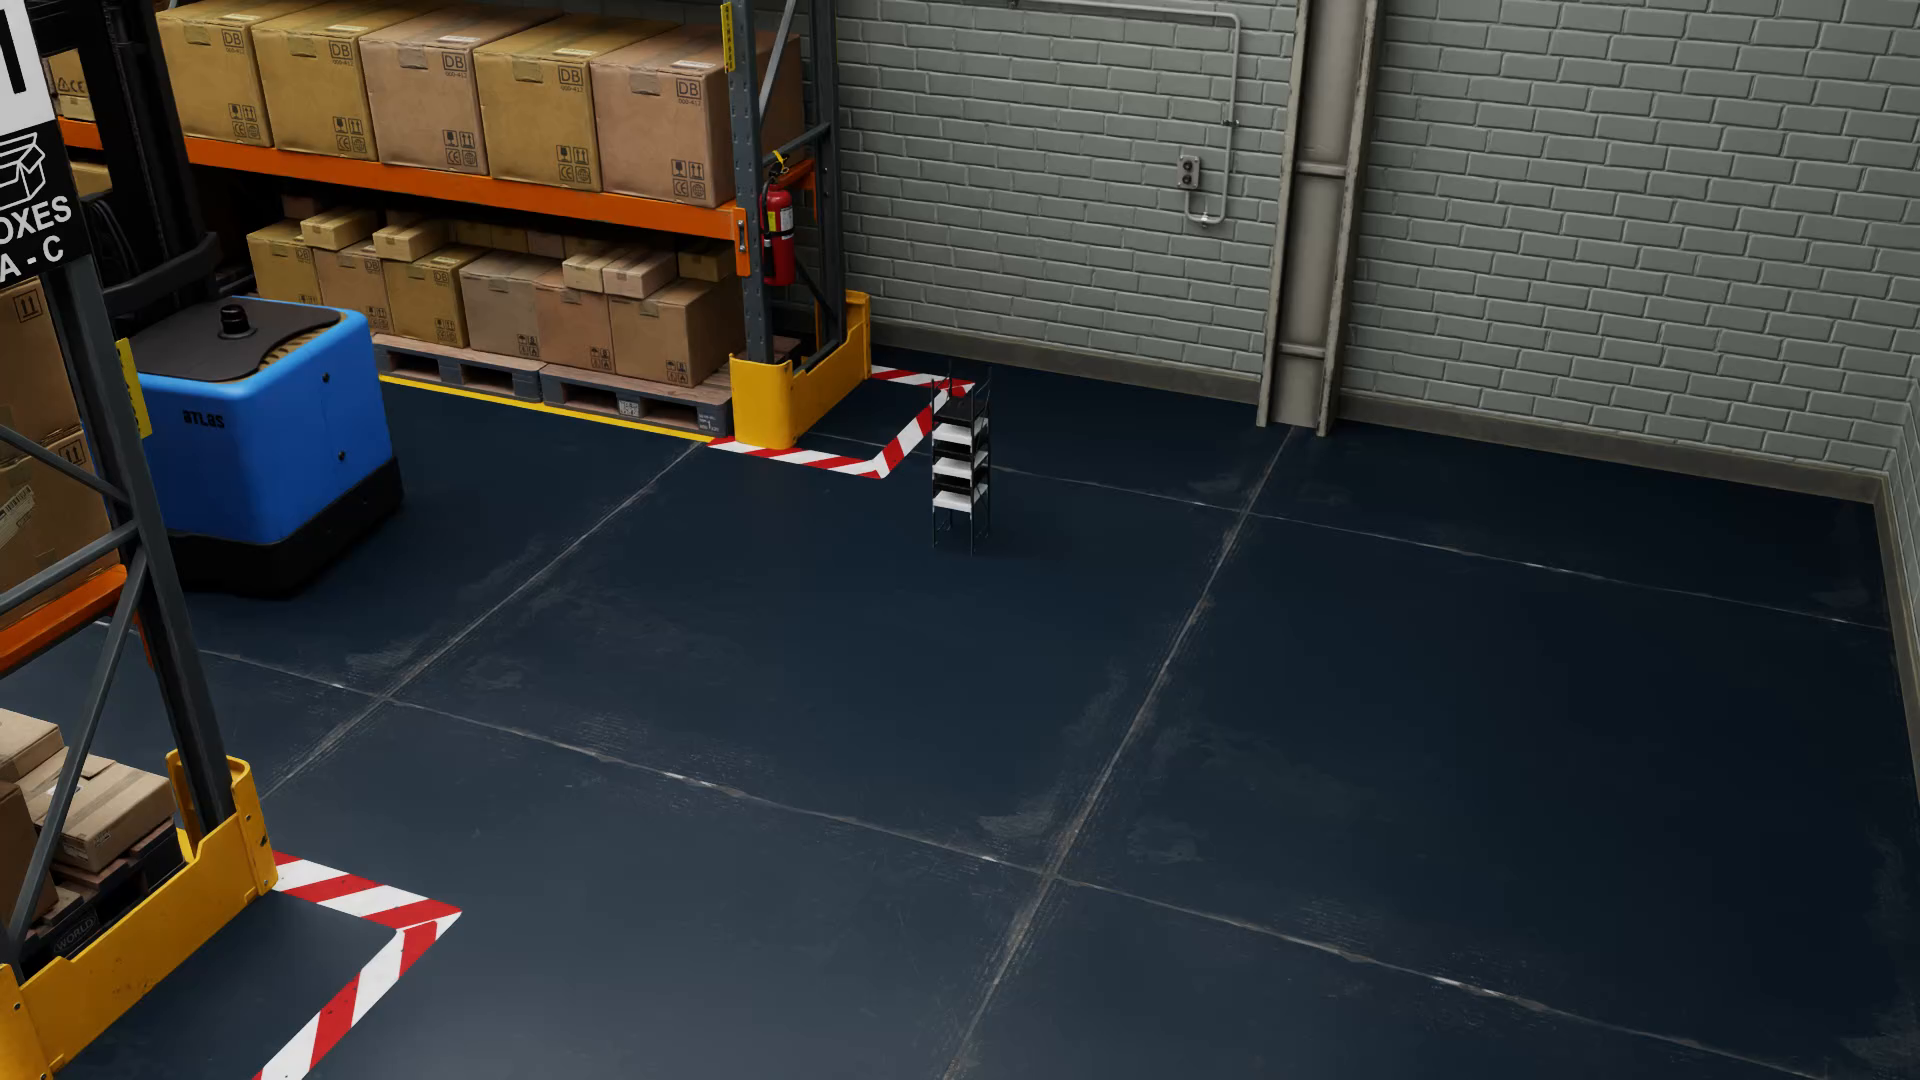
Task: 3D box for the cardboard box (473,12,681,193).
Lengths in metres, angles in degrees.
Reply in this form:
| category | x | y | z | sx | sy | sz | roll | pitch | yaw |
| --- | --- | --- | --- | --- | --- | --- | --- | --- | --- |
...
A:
| category | x | y | z | sx | sy | sz | roll | pitch | yaw |
| --- | --- | --- | --- | --- | --- | --- | --- | --- | --- |
| cardboard box | -2.068 | -2.442 | 9.216 | 0.700 | 0.700 | 0.980 | 11 | 31 | 19 |

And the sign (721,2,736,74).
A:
| category | x | y | z | sx | sy | sz | roll | pitch | yaw |
| --- | --- | --- | --- | --- | --- | --- | --- | --- | --- |
| sign | -1.131 | -2.454 | 8.126 | 0.005 | 0.325 | 0.100 | 11 | 31 | 19 |

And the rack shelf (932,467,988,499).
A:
| category | x | y | z | sx | sy | sz | roll | pitch | yaw |
| --- | --- | --- | --- | --- | --- | --- | --- | --- | --- |
| rack shelf | 0.008 | -0.283 | 8.087 | 0.200 | 0.077 | 0.258 | 11 | 31 | 19 |

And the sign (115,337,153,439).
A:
| category | x | y | z | sx | sy | sz | roll | pitch | yaw |
| --- | --- | --- | --- | --- | --- | --- | --- | --- | --- |
| sign | -2.569 | -0.457 | 5.130 | 0.005 | 0.325 | 0.100 | 11 | 31 | 19 |

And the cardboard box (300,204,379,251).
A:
| category | x | y | z | sx | sy | sz | roll | pitch | yaw |
| --- | --- | --- | --- | --- | --- | --- | --- | --- | --- |
| cardboard box | -3.717 | -1.877 | 9.977 | 0.250 | 0.149 | 0.380 | 12 | 32 | 21 |

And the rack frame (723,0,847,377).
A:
| category | x | y | z | sx | sy | sz | roll | pitch | yaw |
| --- | --- | --- | --- | --- | --- | --- | --- | --- | --- |
| rack frame | -0.914 | -2.092 | 8.902 | 0.127 | 3.000 | 1.000 | 11 | 31 | 19 |

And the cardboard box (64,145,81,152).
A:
| category | x | y | z | sx | sy | sz | roll | pitch | yaw |
| --- | --- | --- | --- | --- | --- | --- | --- | --- | --- |
| cardboard box | -6.096 | -2.303 | 11.034 | 0.750 | 0.750 | 0.750 | 12 | 32 | 21 |

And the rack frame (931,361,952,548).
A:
| category | x | y | z | sx | sy | sz | roll | pitch | yaw |
| --- | --- | --- | --- | --- | --- | --- | --- | --- | --- |
| rack frame | -0.087 | -0.409 | 8.059 | 0.006 | 0.900 | 0.240 | 11 | 31 | 19 |

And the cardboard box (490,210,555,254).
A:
| category | x | y | z | sx | sy | sz | roll | pitch | yaw |
| --- | --- | --- | --- | --- | --- | --- | --- | --- | --- |
| cardboard box | -2.584 | -1.854 | 9.937 | 0.250 | 0.149 | 0.380 | 12 | 31 | 20 |

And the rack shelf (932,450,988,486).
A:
| category | x | y | z | sx | sy | sz | roll | pitch | yaw |
| --- | --- | --- | --- | --- | --- | --- | --- | --- | --- |
| rack shelf | 0.008 | -0.361 | 8.042 | 0.200 | 0.077 | 0.258 | 11 | 31 | 19 |

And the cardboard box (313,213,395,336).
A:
| category | x | y | z | sx | sy | sz | roll | pitch | yaw |
| --- | --- | --- | --- | --- | --- | --- | --- | --- | --- |
| cardboard box | -3.502 | -1.647 | 10.229 | 0.500 | 0.500 | 0.700 | 11 | 31 | 19 |

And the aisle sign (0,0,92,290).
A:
| category | x | y | z | sx | sy | sz | roll | pitch | yaw |
| --- | --- | --- | --- | --- | --- | --- | --- | --- | --- |
| aisle sign | -2.599 | -1.085 | 4.480 | 0.004 | 0.787 | 0.394 | 11 | 31 | 19 |

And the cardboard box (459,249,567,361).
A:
| category | x | y | z | sx | sy | sz | roll | pitch | yaw |
| --- | --- | --- | --- | --- | --- | --- | --- | --- | --- |
| cardboard box | -2.530 | -1.456 | 9.890 | 0.500 | 0.500 | 0.700 | 10 | 31 | 17 |

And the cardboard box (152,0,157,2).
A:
| category | x | y | z | sx | sy | sz | roll | pitch | yaw |
| --- | --- | --- | --- | --- | --- | --- | --- | --- | --- |
| cardboard box | -5.149 | -3.310 | 9.871 | 0.500 | 0.250 | 0.500 | 12 | 32 | 20 |

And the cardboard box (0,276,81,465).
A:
| category | x | y | z | sx | sy | sz | roll | pitch | yaw |
| --- | --- | --- | --- | --- | --- | --- | --- | --- | --- |
| cardboard box | -3.085 | -0.513 | 4.992 | 0.500 | 0.500 | 0.500 | 12 | 32 | 21 |

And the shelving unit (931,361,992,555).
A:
| category | x | y | z | sx | sy | sz | roll | pitch | yaw |
| --- | --- | --- | --- | --- | --- | --- | --- | --- | --- |
| shelving unit | 0.008 | -0.390 | 8.026 | 0.210 | 0.900 | 0.258 | 11 | 31 | 19 |

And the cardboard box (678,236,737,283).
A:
| category | x | y | z | sx | sy | sz | roll | pitch | yaw |
| --- | --- | --- | --- | --- | --- | --- | --- | --- | --- |
| cardboard box | -1.409 | -1.621 | 9.523 | 0.250 | 0.149 | 0.380 | 12 | 31 | 19 |

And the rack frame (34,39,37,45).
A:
| category | x | y | z | sx | sy | sz | roll | pitch | yaw |
| --- | --- | --- | --- | --- | --- | --- | --- | --- | --- |
| rack frame | -2.773 | -2.444 | 3.429 | 0.127 | 3.000 | 1.000 | 11 | 31 | 19 |

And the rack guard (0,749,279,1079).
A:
| category | x | y | z | sx | sy | sz | roll | pitch | yaw |
| --- | --- | --- | --- | --- | --- | --- | --- | --- | --- |
| rack guard | -2.843 | 1.242 | 5.545 | 0.348 | 0.500 | 1.175 | 11 | 31 | 19 |

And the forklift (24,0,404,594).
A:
| category | x | y | z | sx | sy | sz | roll | pitch | yaw |
| --- | --- | --- | --- | --- | --- | --- | --- | --- | --- |
| forklift | -4.416 | -1.428 | 7.798 | 3.031 | 2.935 | 1.130 | 8 | 31 | 14 |

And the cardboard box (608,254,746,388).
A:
| category | x | y | z | sx | sy | sz | roll | pitch | yaw |
| --- | --- | --- | --- | --- | --- | --- | --- | --- | --- |
| cardboard box | -1.600 | -1.270 | 9.562 | 0.500 | 0.500 | 0.700 | 11 | 31 | 19 |

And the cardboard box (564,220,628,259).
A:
| category | x | y | z | sx | sy | sz | roll | pitch | yaw |
| --- | --- | --- | --- | --- | --- | --- | --- | --- | --- |
| cardboard box | -2.110 | -1.761 | 9.771 | 0.250 | 0.149 | 0.380 | 12 | 31 | 20 |

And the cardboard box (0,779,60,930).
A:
| category | x | y | z | sx | sy | sz | roll | pitch | yaw |
| --- | --- | --- | --- | --- | --- | --- | --- | --- | --- |
| cardboard box | -3.369 | 1.076 | 5.391 | 0.500 | 0.500 | 0.500 | 11 | 31 | 19 |

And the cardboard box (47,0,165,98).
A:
| category | x | y | z | sx | sy | sz | roll | pitch | yaw |
| --- | --- | --- | --- | --- | --- | --- | --- | --- | --- |
| cardboard box | -5.143 | -2.984 | 10.057 | 0.500 | 0.500 | 0.500 | 11 | 31 | 18 |

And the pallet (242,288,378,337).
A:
| category | x | y | z | sx | sy | sz | roll | pitch | yaw |
| --- | --- | --- | --- | --- | --- | --- | --- | --- | --- |
| pallet | -3.945 | -1.441 | 10.586 | 1.213 | 0.211 | 1.003 | 11 | 31 | 19 |

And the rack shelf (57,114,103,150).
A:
| category | x | y | z | sx | sy | sz | roll | pitch | yaw |
| --- | --- | --- | --- | --- | --- | --- | --- | --- | --- |
| rack shelf | -6.473 | -2.889 | 11.043 | 4.000 | 0.370 | 1.077 | 11 | 31 | 19 |

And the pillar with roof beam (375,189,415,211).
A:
| category | x | y | z | sx | sy | sz | roll | pitch | yaw |
| --- | --- | --- | --- | --- | --- | --- | --- | --- | --- |
| pillar with roof beam | -5.265 | -3.745 | 5.731 | 0.400 | 9.000 | 9.100 | 11 | 31 | 19 |

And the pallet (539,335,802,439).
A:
| category | x | y | z | sx | sy | sz | roll | pitch | yaw |
| --- | --- | --- | --- | --- | --- | --- | --- | --- | --- |
| pallet | -1.684 | -0.990 | 9.787 | 1.213 | 0.211 | 1.003 | 11 | 31 | 19 |

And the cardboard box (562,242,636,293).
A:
| category | x | y | z | sx | sy | sz | roll | pitch | yaw |
| --- | --- | --- | --- | --- | --- | --- | --- | --- | --- |
| cardboard box | -2.025 | -1.540 | 9.381 | 0.250 | 0.149 | 0.380 | 12 | 32 | 20 |

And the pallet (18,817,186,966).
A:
| category | x | y | z | sx | sy | sz | roll | pitch | yaw |
| --- | --- | --- | --- | --- | --- | --- | --- | --- | --- |
| pallet | -3.582 | 1.221 | 5.876 | 1.213 | 0.211 | 1.003 | 11 | 31 | 19 |

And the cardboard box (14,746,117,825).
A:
| category | x | y | z | sx | sy | sz | roll | pitch | yaw |
| --- | --- | --- | --- | --- | --- | --- | --- | --- | --- |
| cardboard box | -3.263 | 0.929 | 5.990 | 0.250 | 0.166 | 0.380 | 11 | 31 | 19 |

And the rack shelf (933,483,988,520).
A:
| category | x | y | z | sx | sy | sz | roll | pitch | yaw |
| --- | --- | --- | --- | --- | --- | --- | --- | --- | --- |
| rack shelf | 0.008 | -0.205 | 8.131 | 0.200 | 0.077 | 0.258 | 11 | 31 | 19 |

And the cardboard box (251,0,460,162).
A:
| category | x | y | z | sx | sy | sz | roll | pitch | yaw |
| --- | --- | --- | --- | --- | --- | --- | --- | --- | --- |
| cardboard box | -3.449 | -2.717 | 9.704 | 0.700 | 0.700 | 0.980 | 10 | 31 | 18 |

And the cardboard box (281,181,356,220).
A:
| category | x | y | z | sx | sy | sz | roll | pitch | yaw |
| --- | --- | --- | --- | --- | --- | --- | --- | --- | --- |
| cardboard box | -4.025 | -2.141 | 10.444 | 0.250 | 0.149 | 0.380 | 11 | 31 | 19 |

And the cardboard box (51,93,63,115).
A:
| category | x | y | z | sx | sy | sz | roll | pitch | yaw |
| --- | --- | --- | --- | --- | --- | --- | --- | --- | --- |
| cardboard box | -5.506 | -2.769 | 10.335 | 0.250 | 0.149 | 0.380 | 12 | 32 | 21 |

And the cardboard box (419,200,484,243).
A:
| category | x | y | z | sx | sy | sz | roll | pitch | yaw |
| --- | --- | --- | --- | --- | --- | --- | --- | --- | --- |
| cardboard box | -3.058 | -1.949 | 10.104 | 0.250 | 0.149 | 0.380 | 12 | 31 | 20 |
